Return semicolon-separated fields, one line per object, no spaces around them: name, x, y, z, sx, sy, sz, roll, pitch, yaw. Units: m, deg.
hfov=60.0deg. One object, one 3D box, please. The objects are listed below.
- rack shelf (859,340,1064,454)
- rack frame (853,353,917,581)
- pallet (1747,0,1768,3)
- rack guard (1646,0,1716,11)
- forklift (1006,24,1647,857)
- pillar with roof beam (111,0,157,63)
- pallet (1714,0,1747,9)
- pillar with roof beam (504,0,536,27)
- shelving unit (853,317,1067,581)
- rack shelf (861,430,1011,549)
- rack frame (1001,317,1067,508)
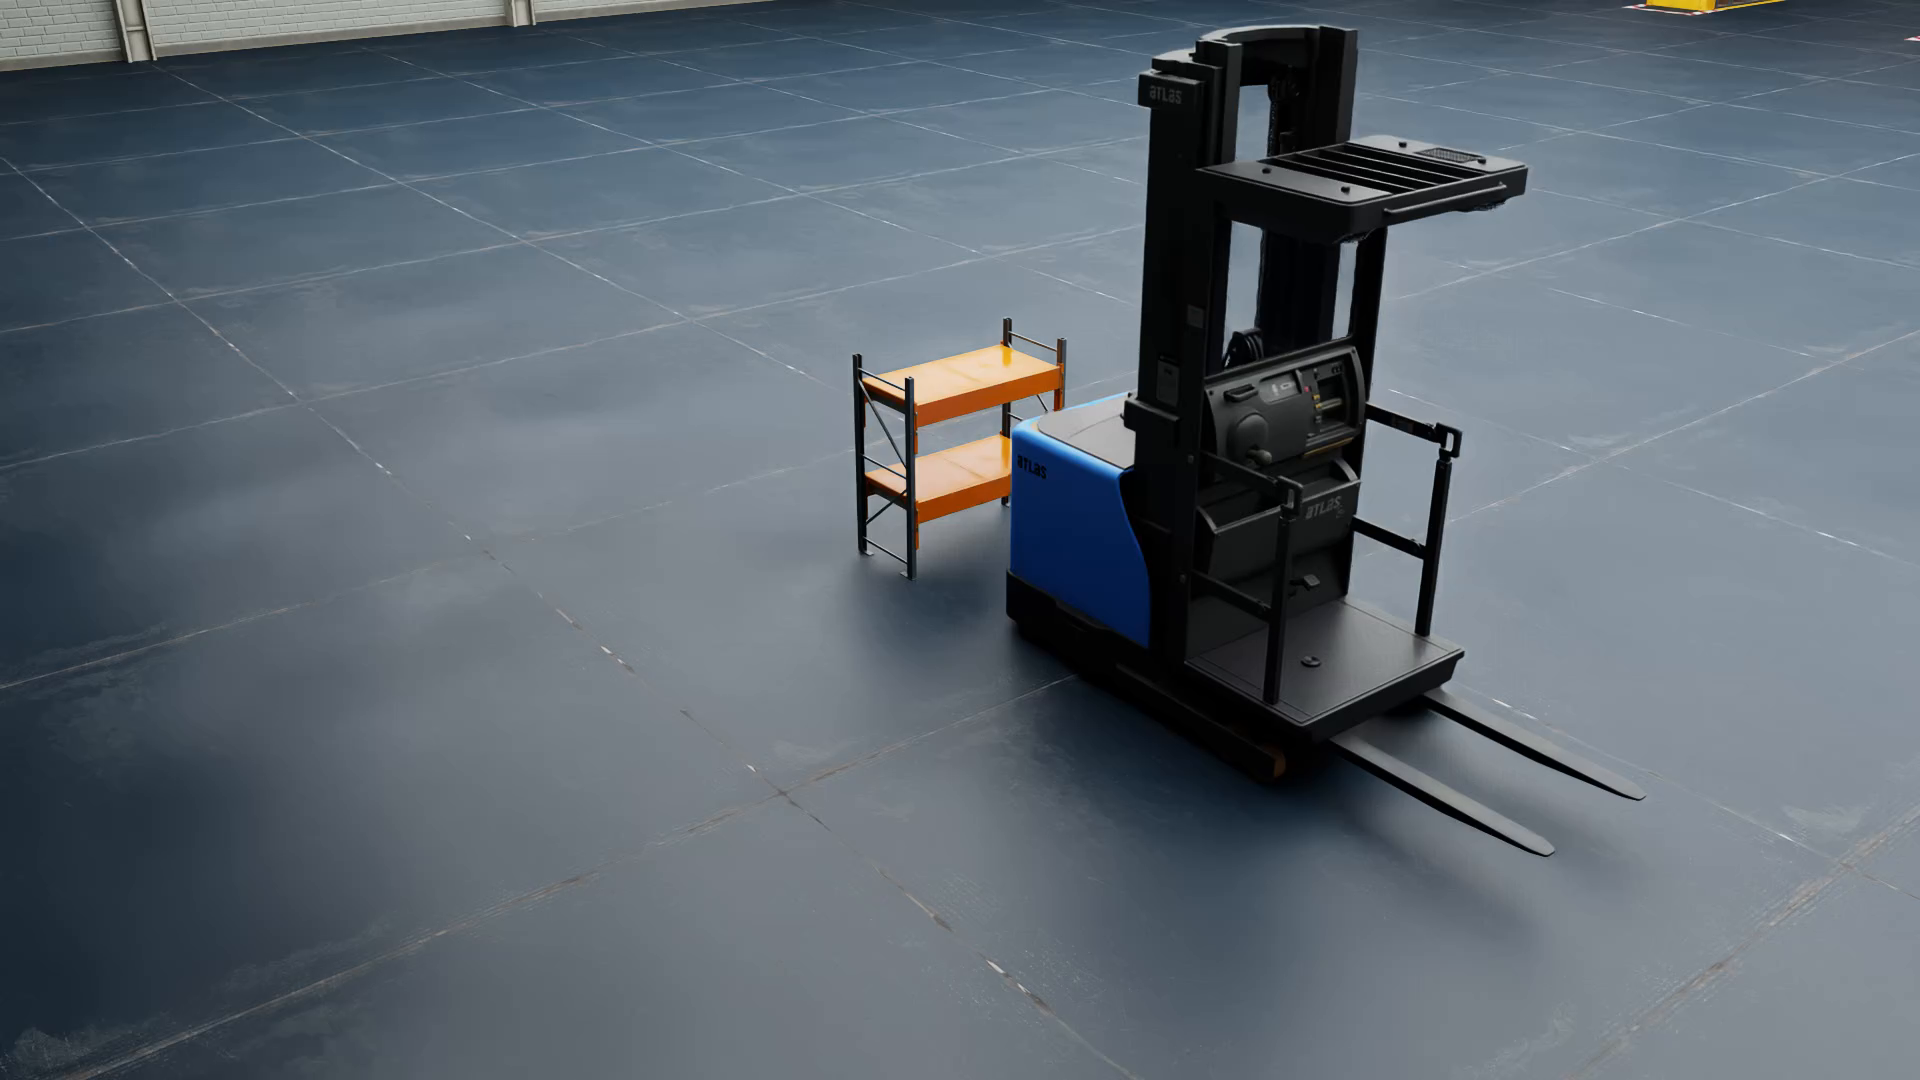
rack shelf;0.005;-0.777;8.894;1.000;0.278;0.538;-18;31;-34
rack frame;-0.395;-0.380;8.732;0.032;1.125;0.500;-18;31;-34
pallet;14.546;-10.206;30.991;1.213;0.211;1.003;-18;31;-34
rack guard;12.944;-9.813;29.800;0.348;0.500;1.175;-18;31;-34
forklift;1.524;-0.542;6.935;1.130;2.935;3.031;-18;30;-34
pillar with roof beam;-9.412;-9.723;19.510;0.400;9.000;9.100;-18;31;-34
pallet;13.587;-9.891;30.312;1.213;0.211;1.003;-18;31;-34
pillar with roof beam;-4.691;-11.281;22.868;0.400;9.000;9.100;-18;31;-34
shelving unit;0.005;-0.512;9.017;1.048;1.125;0.538;-18;31;-34
rack shelf;0.005;-0.290;9.120;1.000;0.278;0.538;-18;31;-34
rack frame;0.405;-0.644;9.302;0.032;1.125;0.500;-18;31;-34
